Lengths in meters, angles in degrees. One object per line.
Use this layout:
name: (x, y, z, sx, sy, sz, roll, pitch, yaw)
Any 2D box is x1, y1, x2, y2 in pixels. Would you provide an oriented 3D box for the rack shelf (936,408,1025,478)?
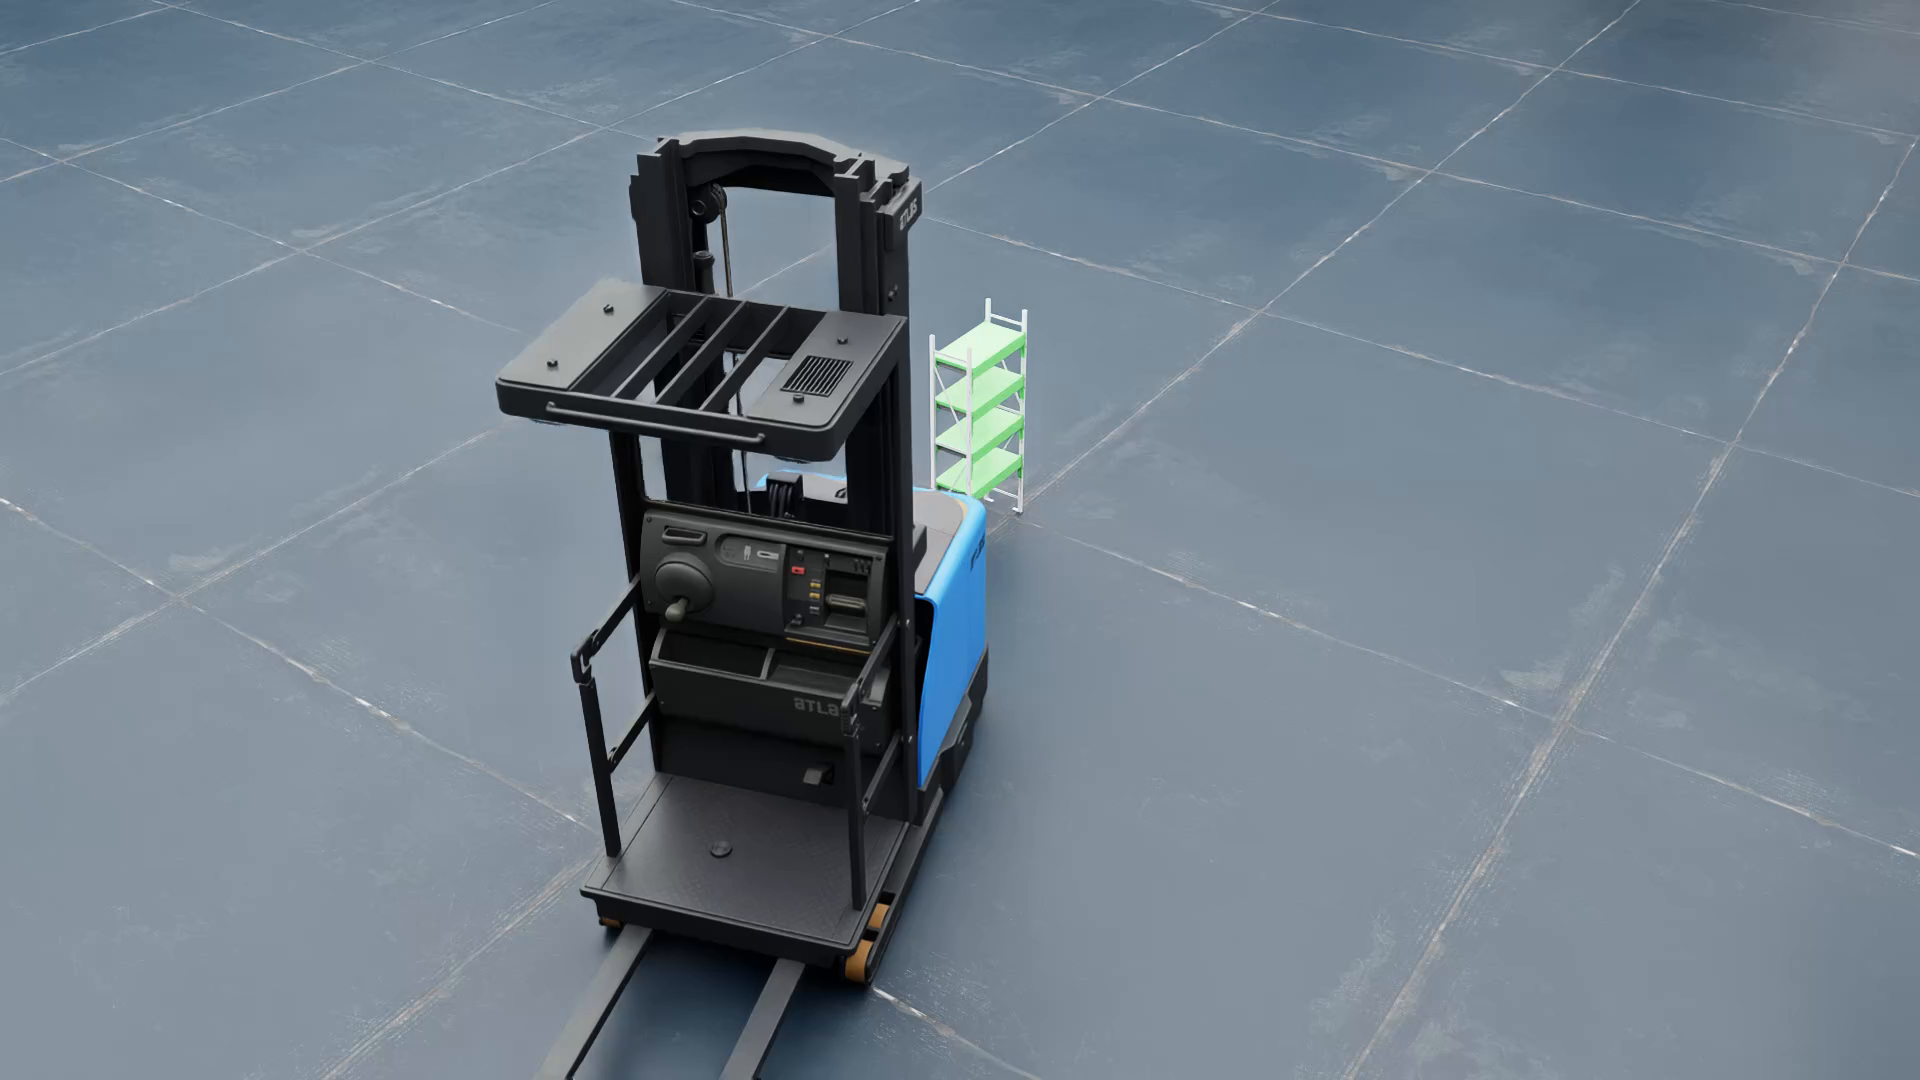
rack shelf: (0.094, -0.520, 8.562, 0.258, 0.148, 0.480, 21, 39, 28)

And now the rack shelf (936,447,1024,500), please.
rack shelf: (0.094, -0.321, 8.697, 0.258, 0.148, 0.480, 21, 39, 28)

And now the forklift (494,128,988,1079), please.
forklift: (-0.772, 0.209, 5.824, 1.130, 2.935, 3.031, 9, 35, 13)

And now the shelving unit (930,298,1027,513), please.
shelving unit: (0.094, -0.573, 8.527, 0.258, 1.200, 0.503, 21, 39, 28)

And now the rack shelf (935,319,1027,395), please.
rack shelf: (0.094, -0.918, 8.293, 0.258, 0.148, 0.480, 21, 39, 28)

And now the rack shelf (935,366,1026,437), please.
rack shelf: (0.094, -0.719, 8.428, 0.258, 0.148, 0.480, 21, 39, 28)

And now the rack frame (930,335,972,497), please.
rack frame: (-0.045, -0.461, 8.360, 0.240, 1.200, 0.015, 21, 39, 28)

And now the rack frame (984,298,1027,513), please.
rack frame: (0.234, -0.685, 8.693, 0.240, 1.200, 0.015, 21, 39, 28)
